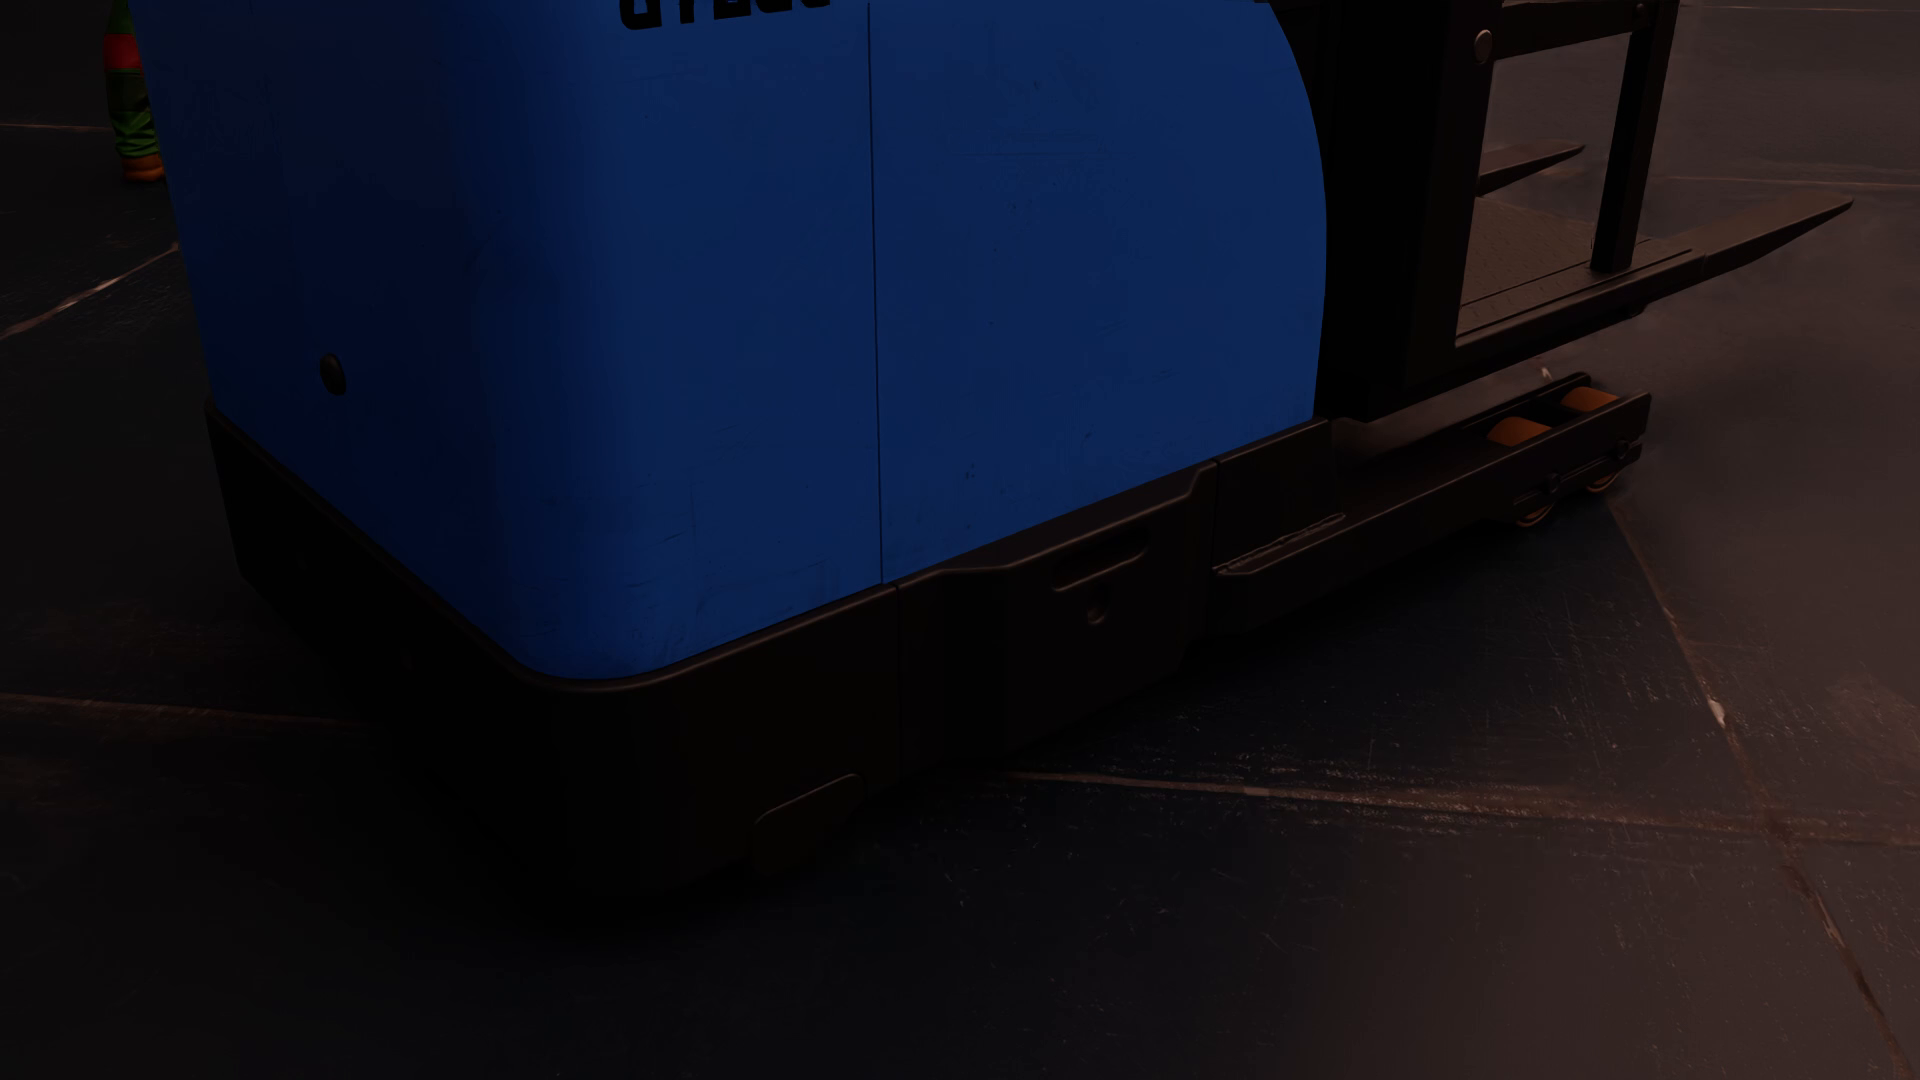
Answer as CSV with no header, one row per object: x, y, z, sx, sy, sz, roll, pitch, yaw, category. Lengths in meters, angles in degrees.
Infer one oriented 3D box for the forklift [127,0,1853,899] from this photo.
0.462,-1.491,2.205,3.031,2.935,1.130,-21,33,-35,forklift

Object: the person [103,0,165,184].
-2.067,-1.808,4.163,0.745,1.755,0.502,12,29,22,person
